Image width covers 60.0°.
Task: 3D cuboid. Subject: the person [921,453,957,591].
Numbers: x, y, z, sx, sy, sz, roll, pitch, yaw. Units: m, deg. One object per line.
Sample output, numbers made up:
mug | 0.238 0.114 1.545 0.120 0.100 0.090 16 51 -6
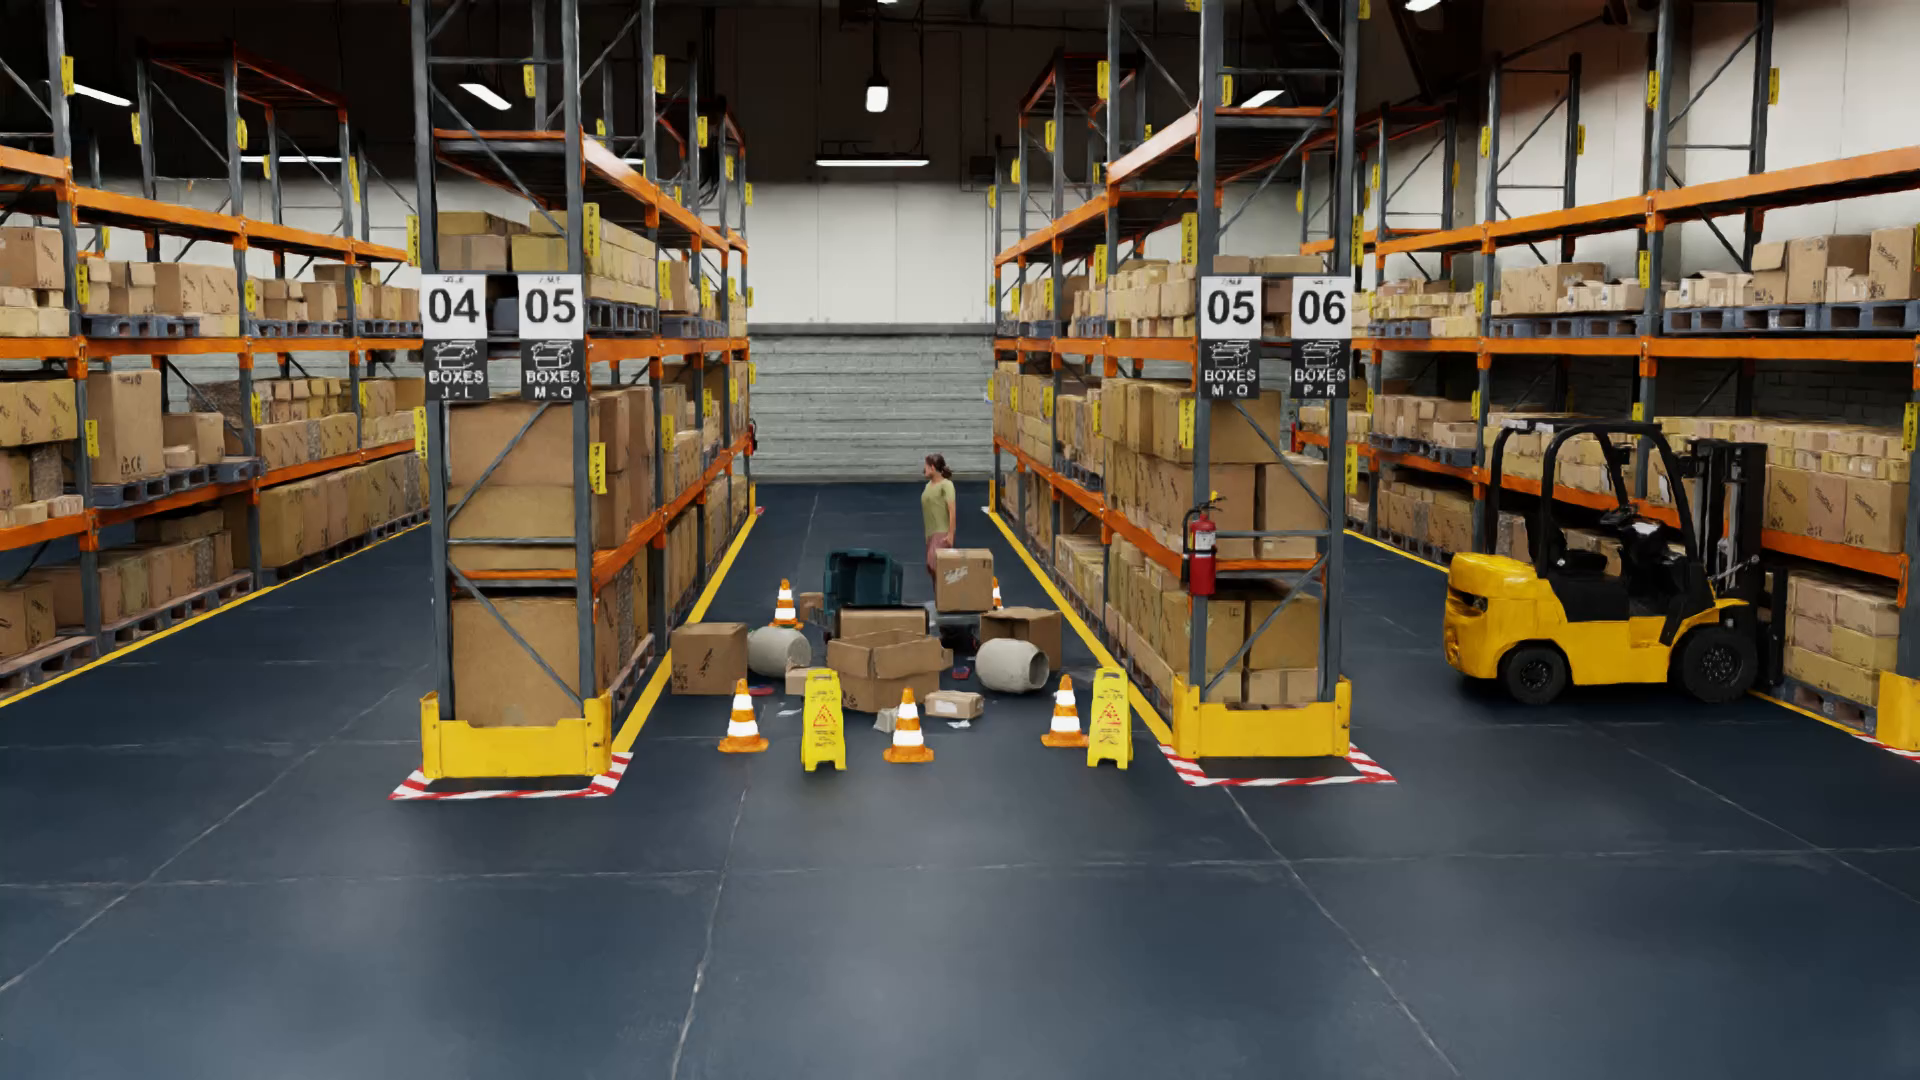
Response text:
person | -0.215 -0.029 16.557 0.476 1.664 0.594 -6 9 -39
